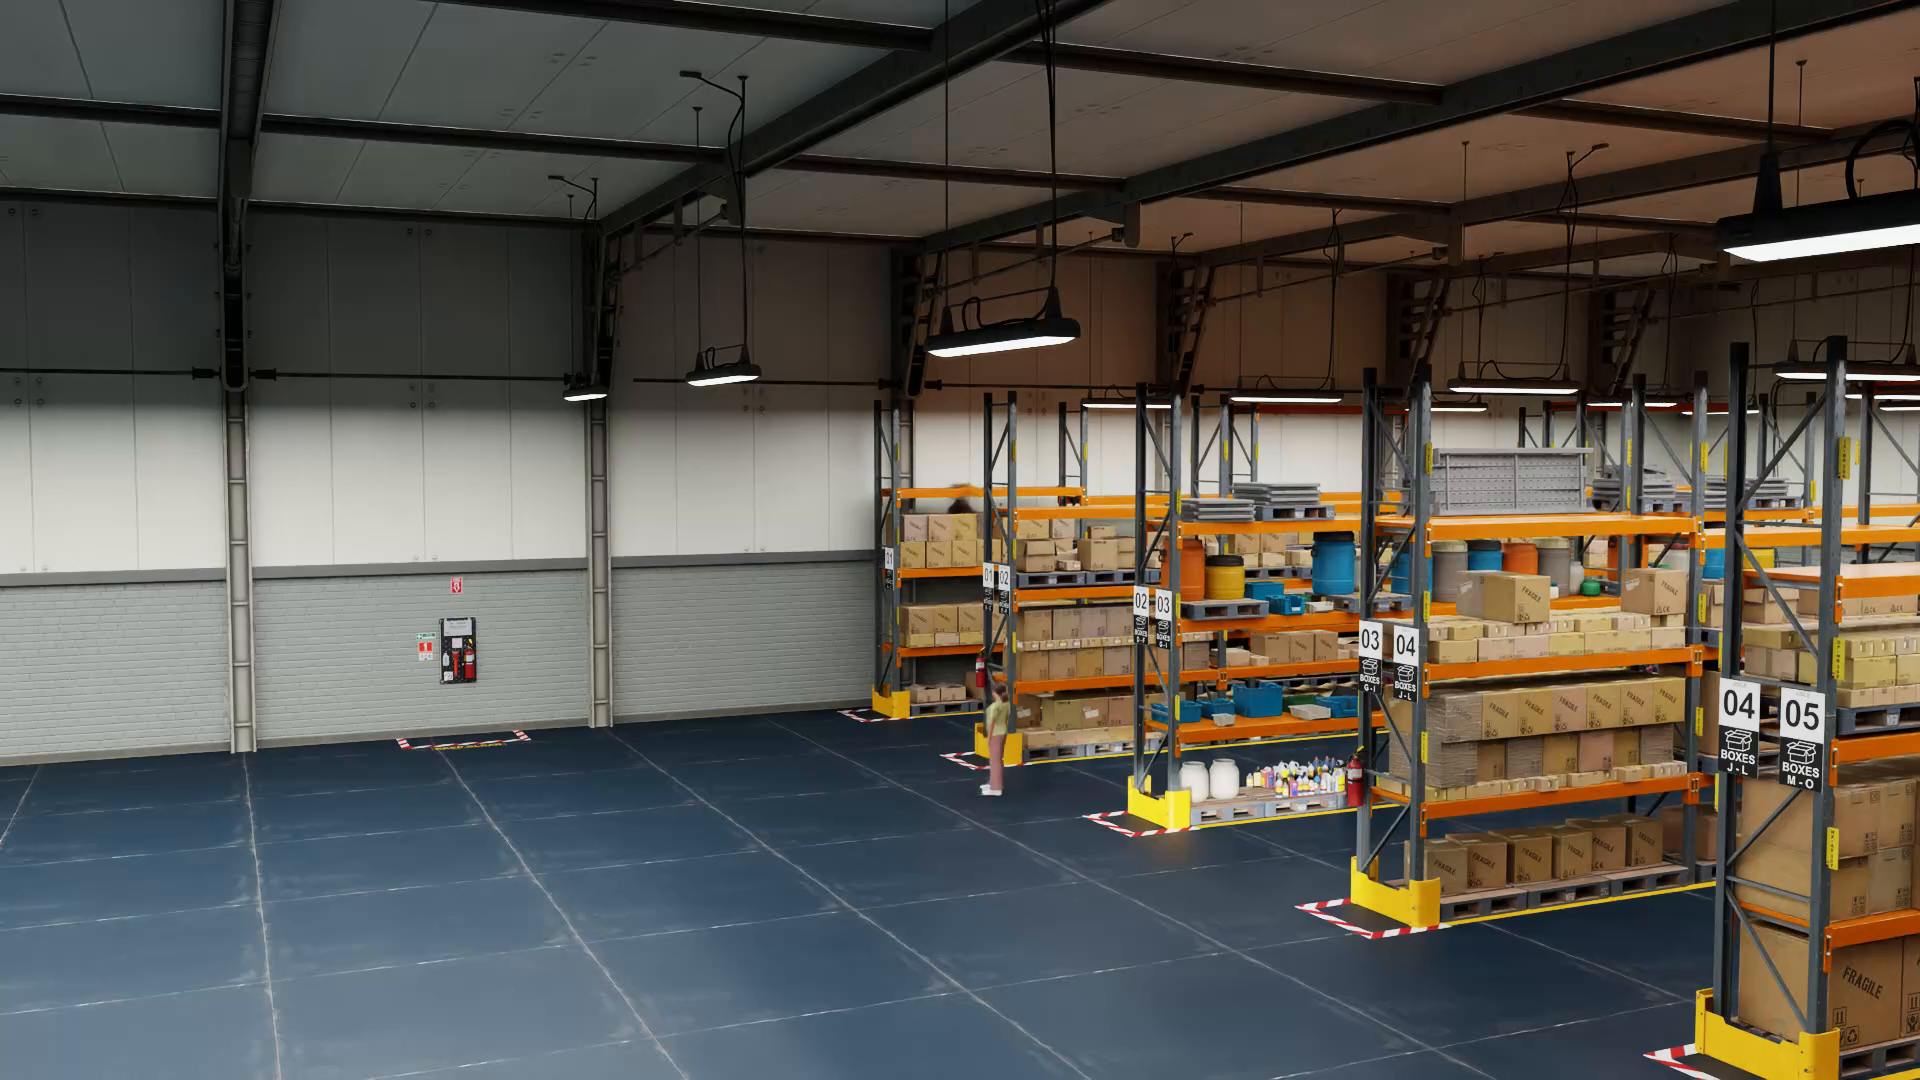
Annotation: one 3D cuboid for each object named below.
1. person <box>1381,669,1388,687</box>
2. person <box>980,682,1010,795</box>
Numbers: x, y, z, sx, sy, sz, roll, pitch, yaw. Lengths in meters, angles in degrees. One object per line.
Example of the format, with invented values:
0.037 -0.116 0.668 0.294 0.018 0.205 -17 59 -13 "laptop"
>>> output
8.457 2.335 33.380 1.047 1.727 0.642 -2 4 -27 "person"
0.490 2.899 24.469 0.502 1.665 0.525 1 3 17 "person"
